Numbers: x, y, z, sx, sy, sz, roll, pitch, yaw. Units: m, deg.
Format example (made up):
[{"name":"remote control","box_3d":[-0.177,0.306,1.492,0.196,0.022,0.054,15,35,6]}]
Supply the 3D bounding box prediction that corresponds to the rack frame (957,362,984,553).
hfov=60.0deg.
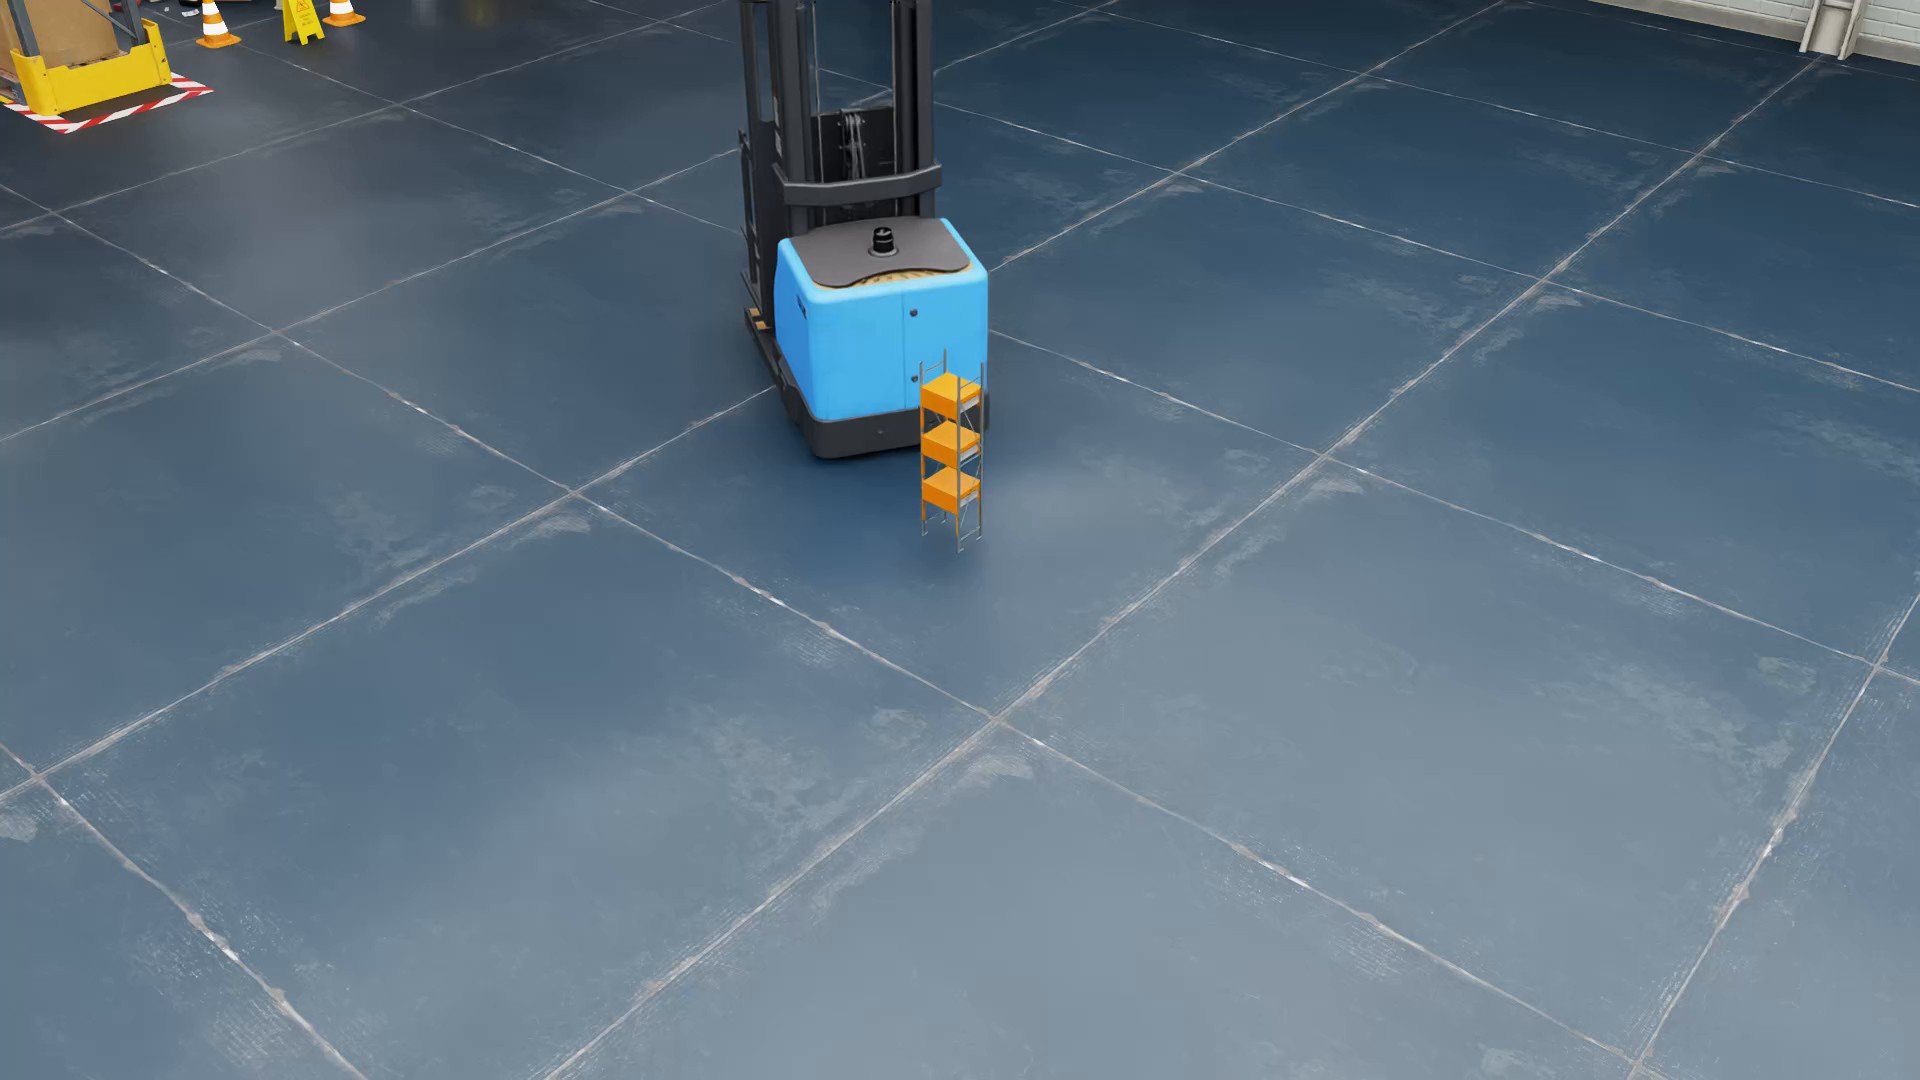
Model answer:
[{"name":"rack frame","box_3d":[0.053,-0.408,8.499,0.008,1.050,0.200,25,42,32]}]

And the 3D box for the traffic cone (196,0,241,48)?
[{"name":"traffic cone","box_3d":[-6.985,-4.888,15.540,0.334,0.463,0.336,25,42,32]}]

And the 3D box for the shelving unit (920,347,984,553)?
[{"name":"shelving unit","box_3d":[-0.041,-0.452,8.563,0.252,1.050,0.215,25,42,32]}]

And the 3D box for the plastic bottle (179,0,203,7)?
[{"name":"plastic bottle","box_3d":[-7.704,-5.386,16.621,0.283,0.061,0.133,12,36,16]}]

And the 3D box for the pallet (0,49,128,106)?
[{"name":"pallet","box_3d":[-8.150,-4.229,14.804,1.213,0.211,1.003,25,42,32]}]

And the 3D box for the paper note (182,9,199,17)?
[{"name":"paper note","box_3d":[-7.573,-5.190,16.364,0.144,0.017,0.142,-18,38,-25]}]

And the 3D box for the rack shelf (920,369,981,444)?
[{"name":"rack shelf","box_3d":[-0.041,-0.677,8.409,0.240,0.259,0.215,25,42,32]}]

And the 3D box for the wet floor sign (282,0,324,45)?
[{"name":"wet floor sign","box_3d":[-6.197,-5.004,15.548,0.232,0.644,0.267,18,38,24]}]

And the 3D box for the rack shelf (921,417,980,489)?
[{"name":"rack shelf","box_3d":[-0.041,-0.443,8.569,0.240,0.259,0.215,25,42,32]}]

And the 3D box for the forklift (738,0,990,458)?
[{"name":"forklift","box_3d":[-0.760,-2.500,9.884,1.130,2.935,3.031,-10,36,-14]}]

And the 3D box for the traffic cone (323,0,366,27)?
[{"name":"traffic cone","box_3d":[-6.001,-5.256,16.077,0.334,0.463,0.336,25,42,32]}]

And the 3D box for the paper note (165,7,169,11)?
[{"name":"paper note","box_3d":[-7.864,-5.262,16.486,0.032,0.001,0.123,-12,36,-17]}]

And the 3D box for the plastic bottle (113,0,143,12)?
[{"name":"plastic bottle","box_3d":[-8.266,-5.328,16.536,0.133,0.061,0.283,12,36,16]}]

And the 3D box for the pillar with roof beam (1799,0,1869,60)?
[{"name":"pillar with roof beam","box_3d":[5.286,-6.372,10.162,0.400,9.000,9.100,25,42,32]}]

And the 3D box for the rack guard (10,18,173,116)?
[{"name":"rack guard","box_3d":[-7.467,-4.084,14.337,0.348,0.500,1.175,25,42,32]}]

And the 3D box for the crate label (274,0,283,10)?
[{"name":"crate label","box_3d":[-6.645,-5.380,16.545,0.298,0.136,0.250,6,35,8]}]

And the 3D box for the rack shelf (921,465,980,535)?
[{"name":"rack shelf","box_3d":[-0.041,-0.214,8.727,0.240,0.259,0.215,25,42,32]}]

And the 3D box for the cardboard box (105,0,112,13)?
[{"name":"cardboard box","box_3d":[-8.710,-5.427,16.291,0.500,0.500,0.500,-26,42,-32]}]

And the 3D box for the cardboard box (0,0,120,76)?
[{"name":"cardboard box","box_3d":[-8.049,-4.637,14.441,0.875,0.875,0.875,26,42,32]}]

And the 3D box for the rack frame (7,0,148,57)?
[{"name":"rack frame","box_3d":[-7.486,-5.123,13.643,0.127,3.000,1.000,25,42,32]}]

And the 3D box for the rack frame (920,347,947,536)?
[{"name":"rack frame","box_3d":[-0.135,-0.496,8.628,0.008,1.050,0.200,25,42,32]}]

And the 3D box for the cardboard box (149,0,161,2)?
[{"name":"cardboard box","box_3d":[-8.061,-5.624,16.786,0.396,0.266,0.258,-26,42,-32]}]
